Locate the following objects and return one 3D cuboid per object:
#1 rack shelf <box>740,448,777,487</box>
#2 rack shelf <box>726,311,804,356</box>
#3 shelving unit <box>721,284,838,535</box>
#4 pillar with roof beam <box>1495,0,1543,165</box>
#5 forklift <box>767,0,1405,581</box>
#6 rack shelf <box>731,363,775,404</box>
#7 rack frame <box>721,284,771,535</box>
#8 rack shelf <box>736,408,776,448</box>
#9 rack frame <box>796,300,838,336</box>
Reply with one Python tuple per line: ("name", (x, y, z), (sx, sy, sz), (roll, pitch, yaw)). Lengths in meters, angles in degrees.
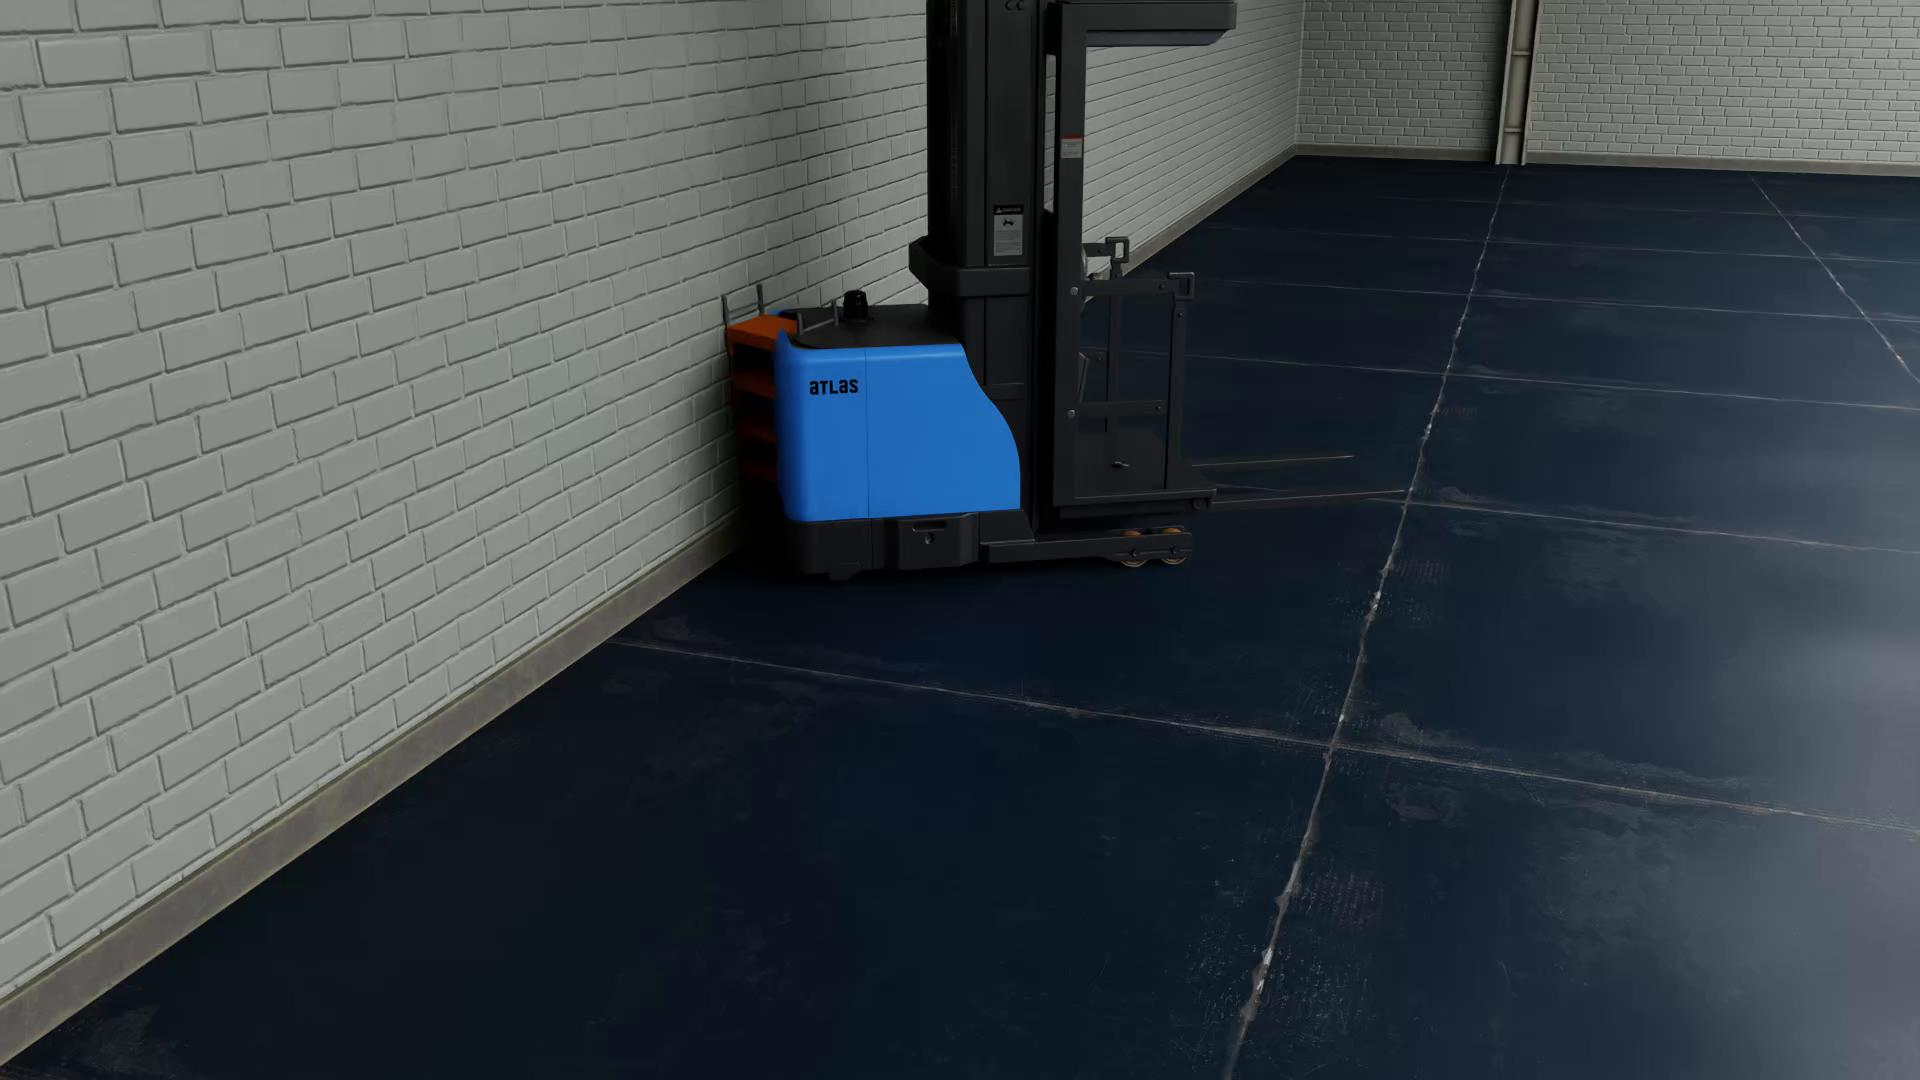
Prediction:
("rack shelf", (-0.781, -0.308, 7.881), (0.480, 0.148, 0.258), (18, 32, 37))
("rack shelf", (-0.811, -0.904, 7.601), (0.480, 0.148, 0.258), (18, 32, 37))
("shelving unit", (-0.793, -0.549, 7.768), (0.503, 1.200, 0.258), (18, 32, 37))
("pillar with roof beam", (6.220, -8.136, 17.746), (0.400, 9.000, 9.100), (7, 20, 18))
("forklift", (0.617, -1.424, 7.709), (3.031, 2.935, 1.130), (-4, 20, -11))
("rack shelf", (-0.800, -0.690, 7.702), (0.480, 0.148, 0.258), (18, 32, 37))
("rack frame", (-0.978, -0.609, 7.916), (0.015, 1.200, 0.240), (18, 32, 37))
("rack shelf", (-0.790, -0.488, 7.796), (0.480, 0.148, 0.258), (18, 32, 37))
("rack frame", (-0.608, -0.489, 7.620), (0.015, 1.200, 0.240), (18, 32, 37))
